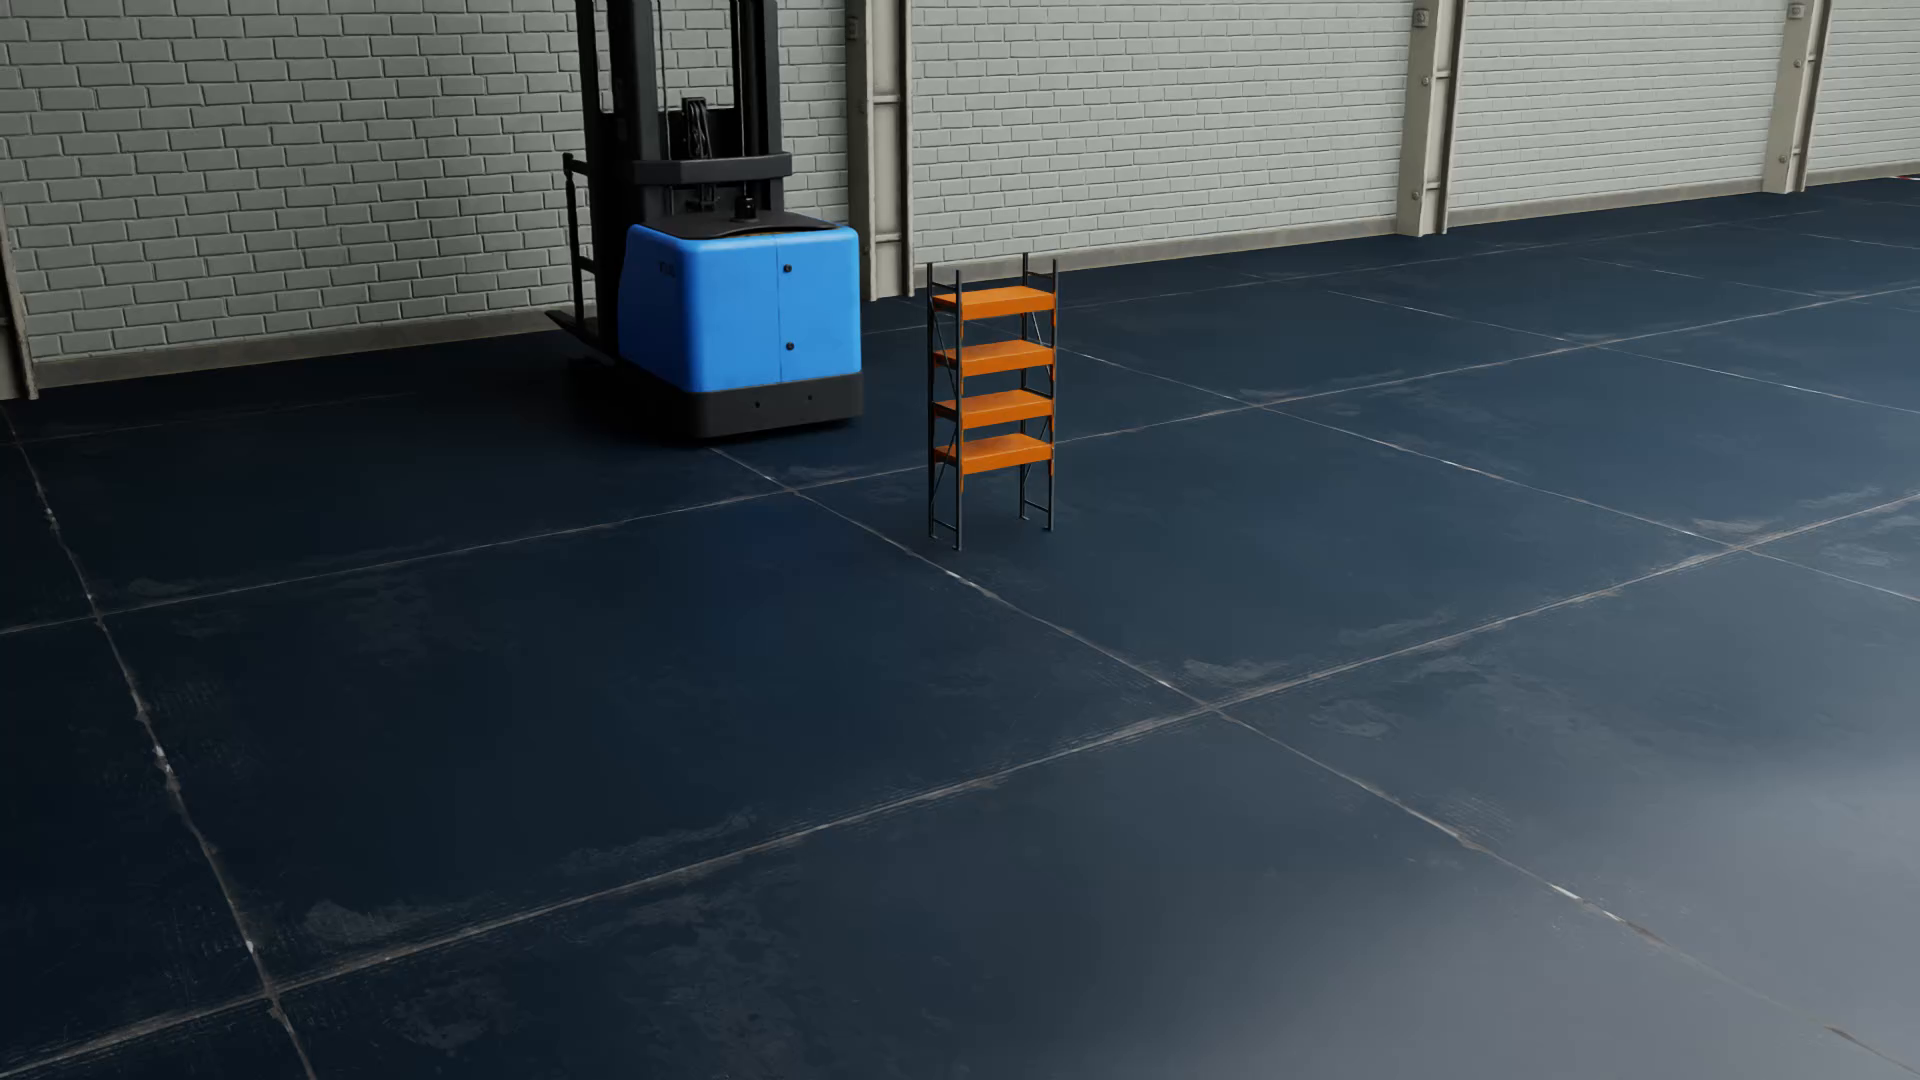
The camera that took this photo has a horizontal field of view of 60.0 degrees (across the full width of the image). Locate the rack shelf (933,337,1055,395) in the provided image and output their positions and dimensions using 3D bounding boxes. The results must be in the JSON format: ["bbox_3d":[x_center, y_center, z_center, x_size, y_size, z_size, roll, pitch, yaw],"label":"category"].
[{"bbox_3d":[0.138,-0.746,7.089,0.480,0.148,0.258,-12,22,-31],"label":"rack shelf"}]

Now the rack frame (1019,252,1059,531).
[{"bbox_3d":[0.342,-0.641,7.266,0.015,1.200,0.240,-12,22,-31],"label":"rack frame"}]

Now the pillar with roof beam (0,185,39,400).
[{"bbox_3d":[-3.241,-3.939,4.847,0.400,9.000,9.100,-12,22,-31],"label":"pillar with roof beam"}]

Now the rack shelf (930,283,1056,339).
[{"bbox_3d":[0.138,-0.970,7.013,0.480,0.148,0.258,-12,22,-31],"label":"rack shelf"}]

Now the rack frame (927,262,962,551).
[{"bbox_3d":[-0.066,-0.555,7.012,0.015,1.200,0.240,-12,22,-31],"label":"rack frame"}]

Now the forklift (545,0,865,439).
[{"bbox_3d":[-1.700,-2.334,9.571,1.130,2.935,3.031,-11,21,-29],"label":"forklift"}]

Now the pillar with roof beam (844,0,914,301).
[{"bbox_3d":[1.770,-4.996,7.973,0.400,9.000,9.100,-12,22,-31],"label":"pillar with roof beam"}]

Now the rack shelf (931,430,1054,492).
[{"bbox_3d":[0.138,-0.346,7.224,0.480,0.148,0.258,-12,22,-31],"label":"rack shelf"}]

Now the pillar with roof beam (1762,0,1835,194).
[{"bbox_3d":[11.792,-7.110,14.225,0.400,9.000,9.100,-12,22,-31],"label":"pillar with roof beam"}]

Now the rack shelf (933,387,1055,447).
[{"bbox_3d":[0.138,-0.534,7.160,0.480,0.148,0.258,-12,22,-31],"label":"rack shelf"}]

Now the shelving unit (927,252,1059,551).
[{"bbox_3d":[0.138,-0.598,7.139,0.503,1.200,0.258,-12,22,-31],"label":"shelving unit"}]

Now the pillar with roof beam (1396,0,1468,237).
[{"bbox_3d":[6.781,-6.053,11.099,0.400,9.000,9.100,-12,22,-31],"label":"pillar with roof beam"}]
